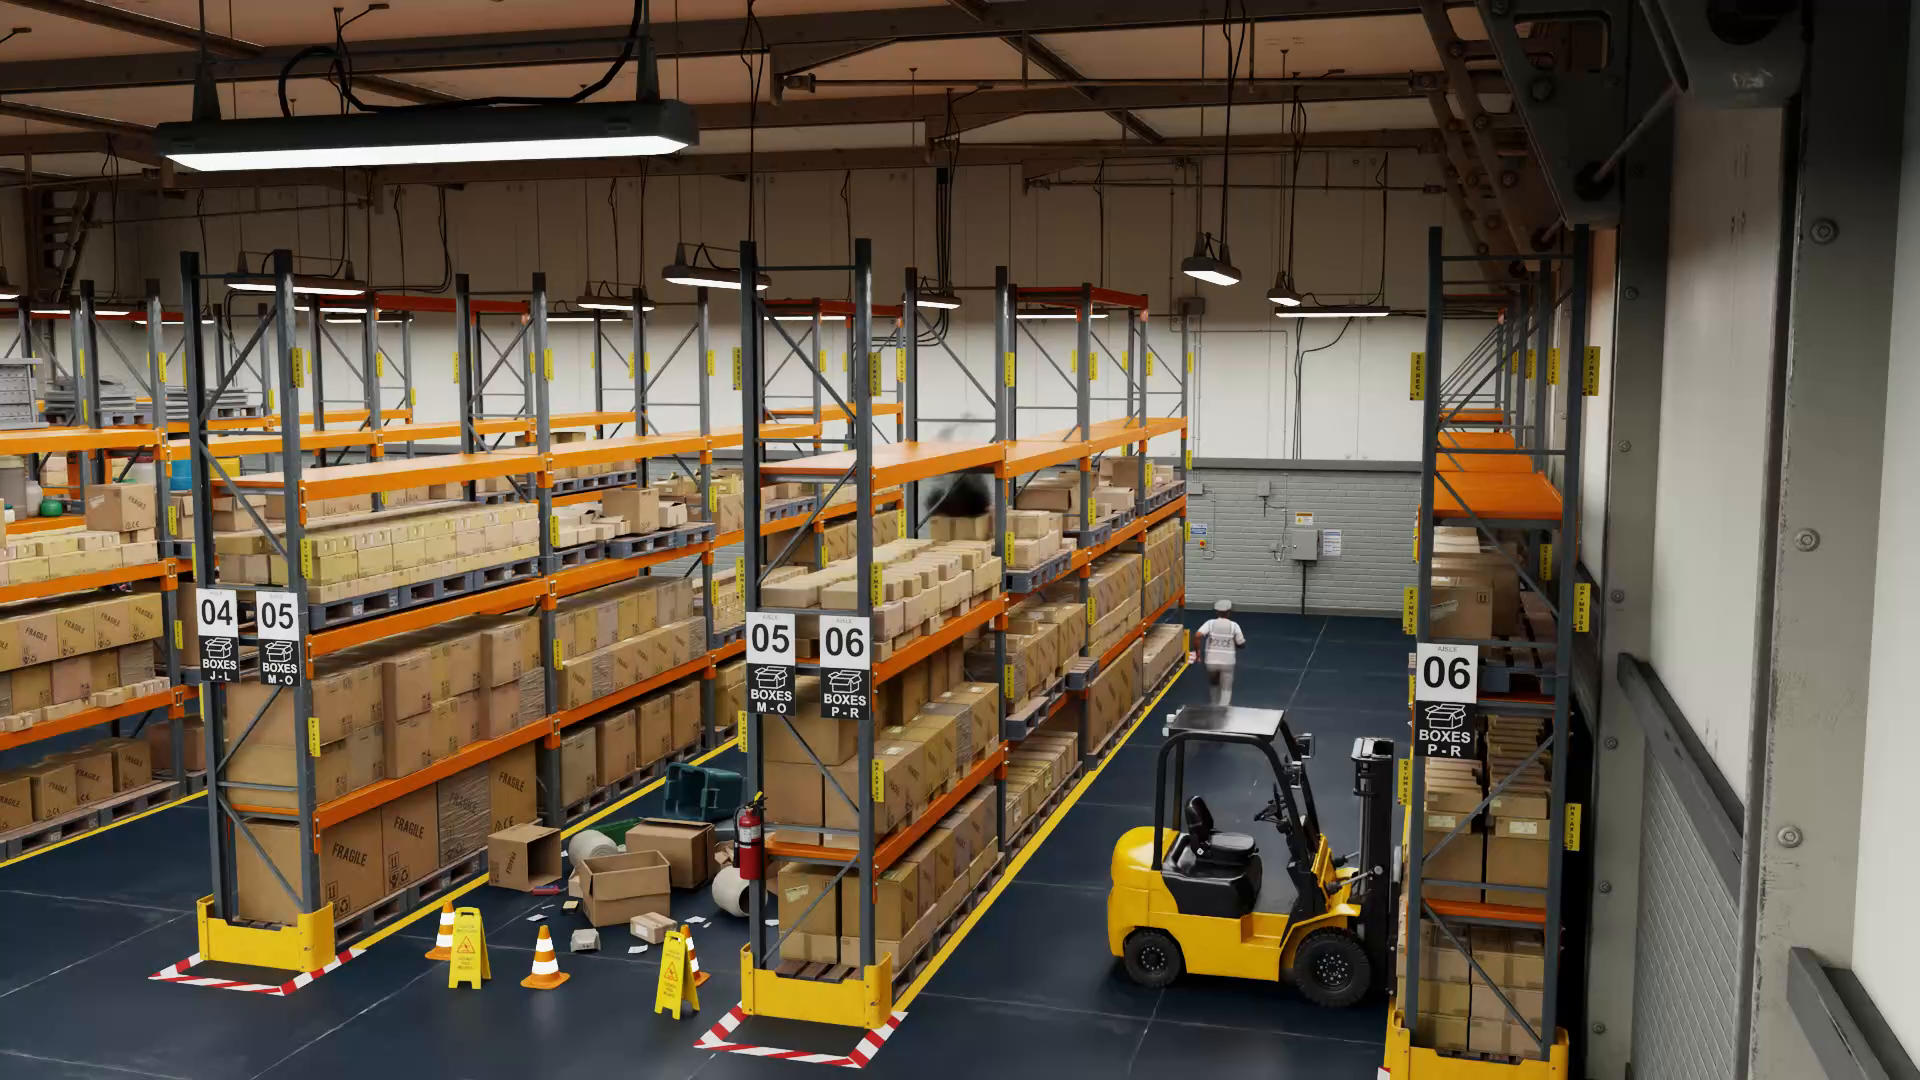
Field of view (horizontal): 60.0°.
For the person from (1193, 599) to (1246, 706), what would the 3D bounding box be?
[{"bbox_3d":[3.552,1.744,22.795,0.672,1.839,0.930,2,7,20],"label":"person"}]
